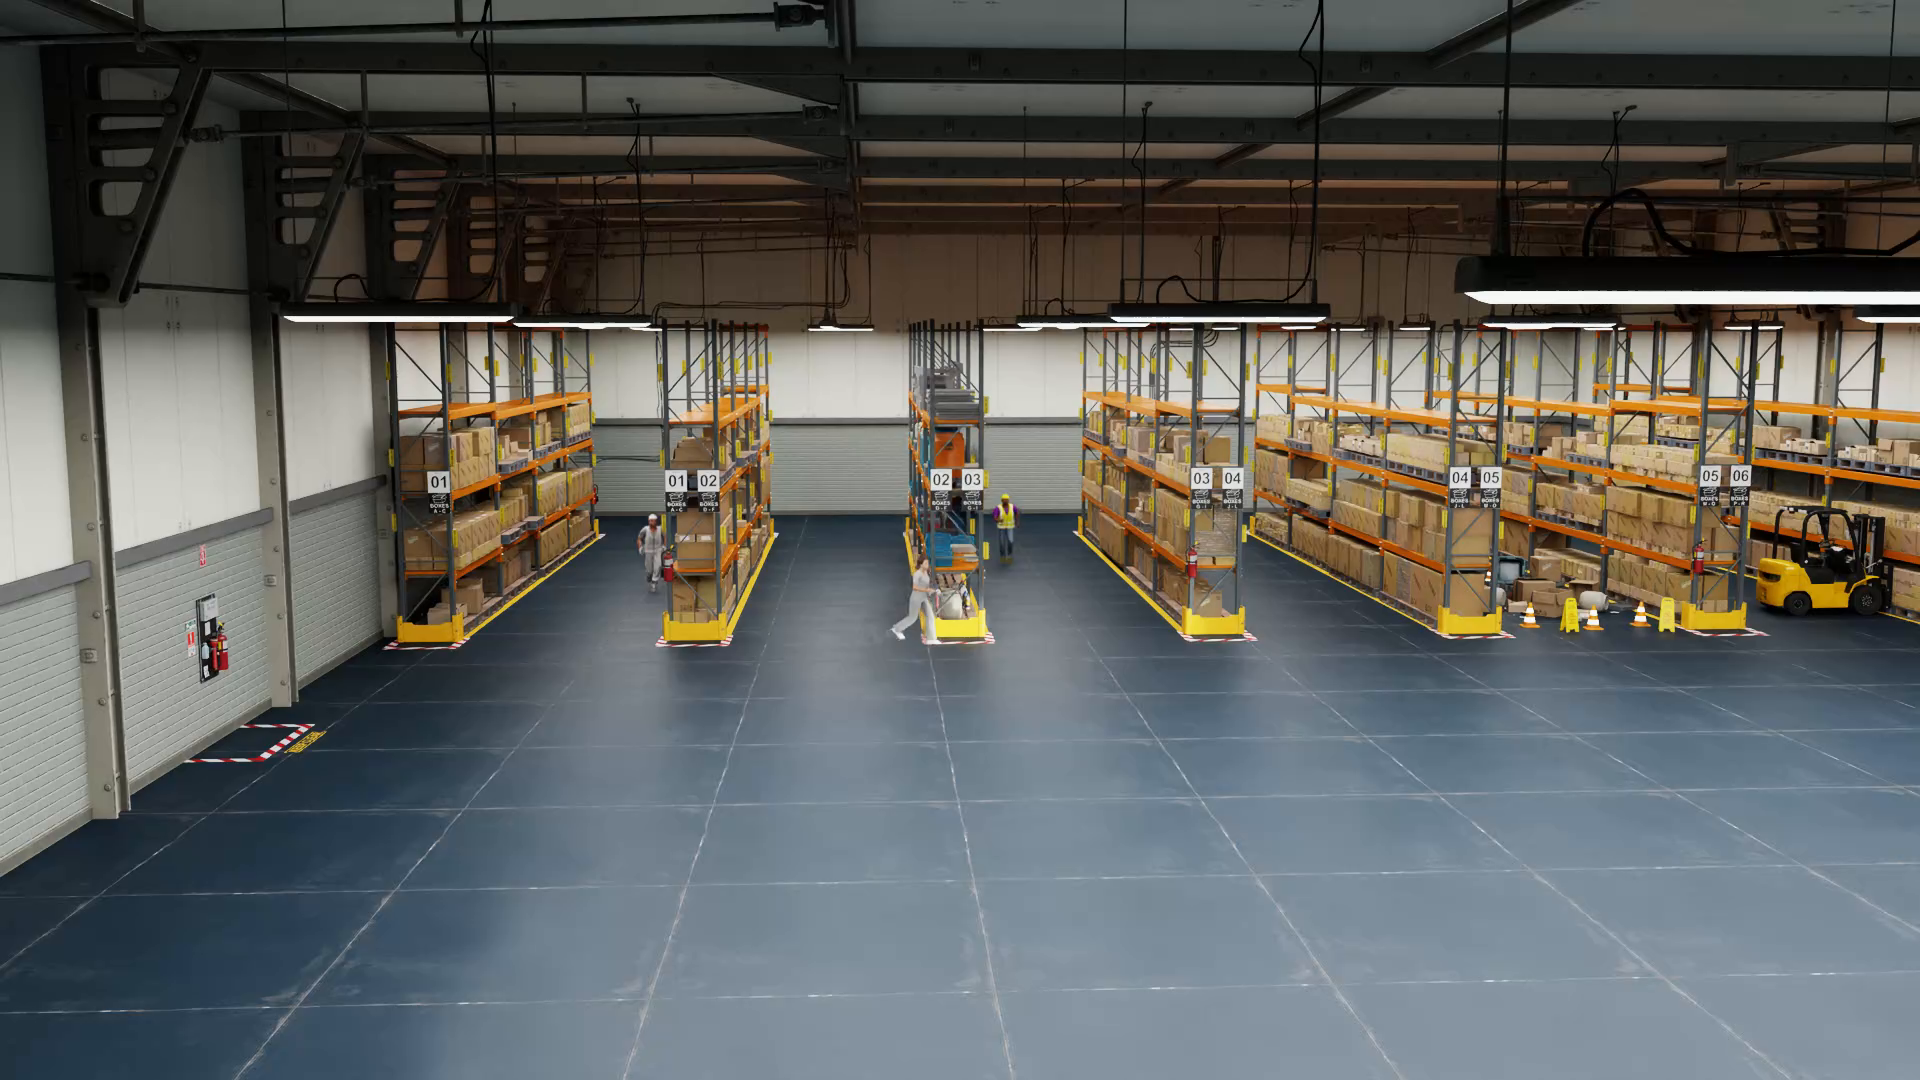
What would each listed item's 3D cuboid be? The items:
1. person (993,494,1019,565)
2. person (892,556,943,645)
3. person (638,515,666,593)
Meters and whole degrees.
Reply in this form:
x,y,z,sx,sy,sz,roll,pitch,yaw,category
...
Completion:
x,y,z,sx,sy,sz,roll,pitch,yaw,category
1.150,-0.264,41.459,0.674,1.786,0.805,-1,7,-4,person
-0.804,1.108,30.684,1.007,1.639,0.541,4,8,29,person
-6.873,0.278,37.260,0.673,1.735,0.676,-2,7,-15,person
